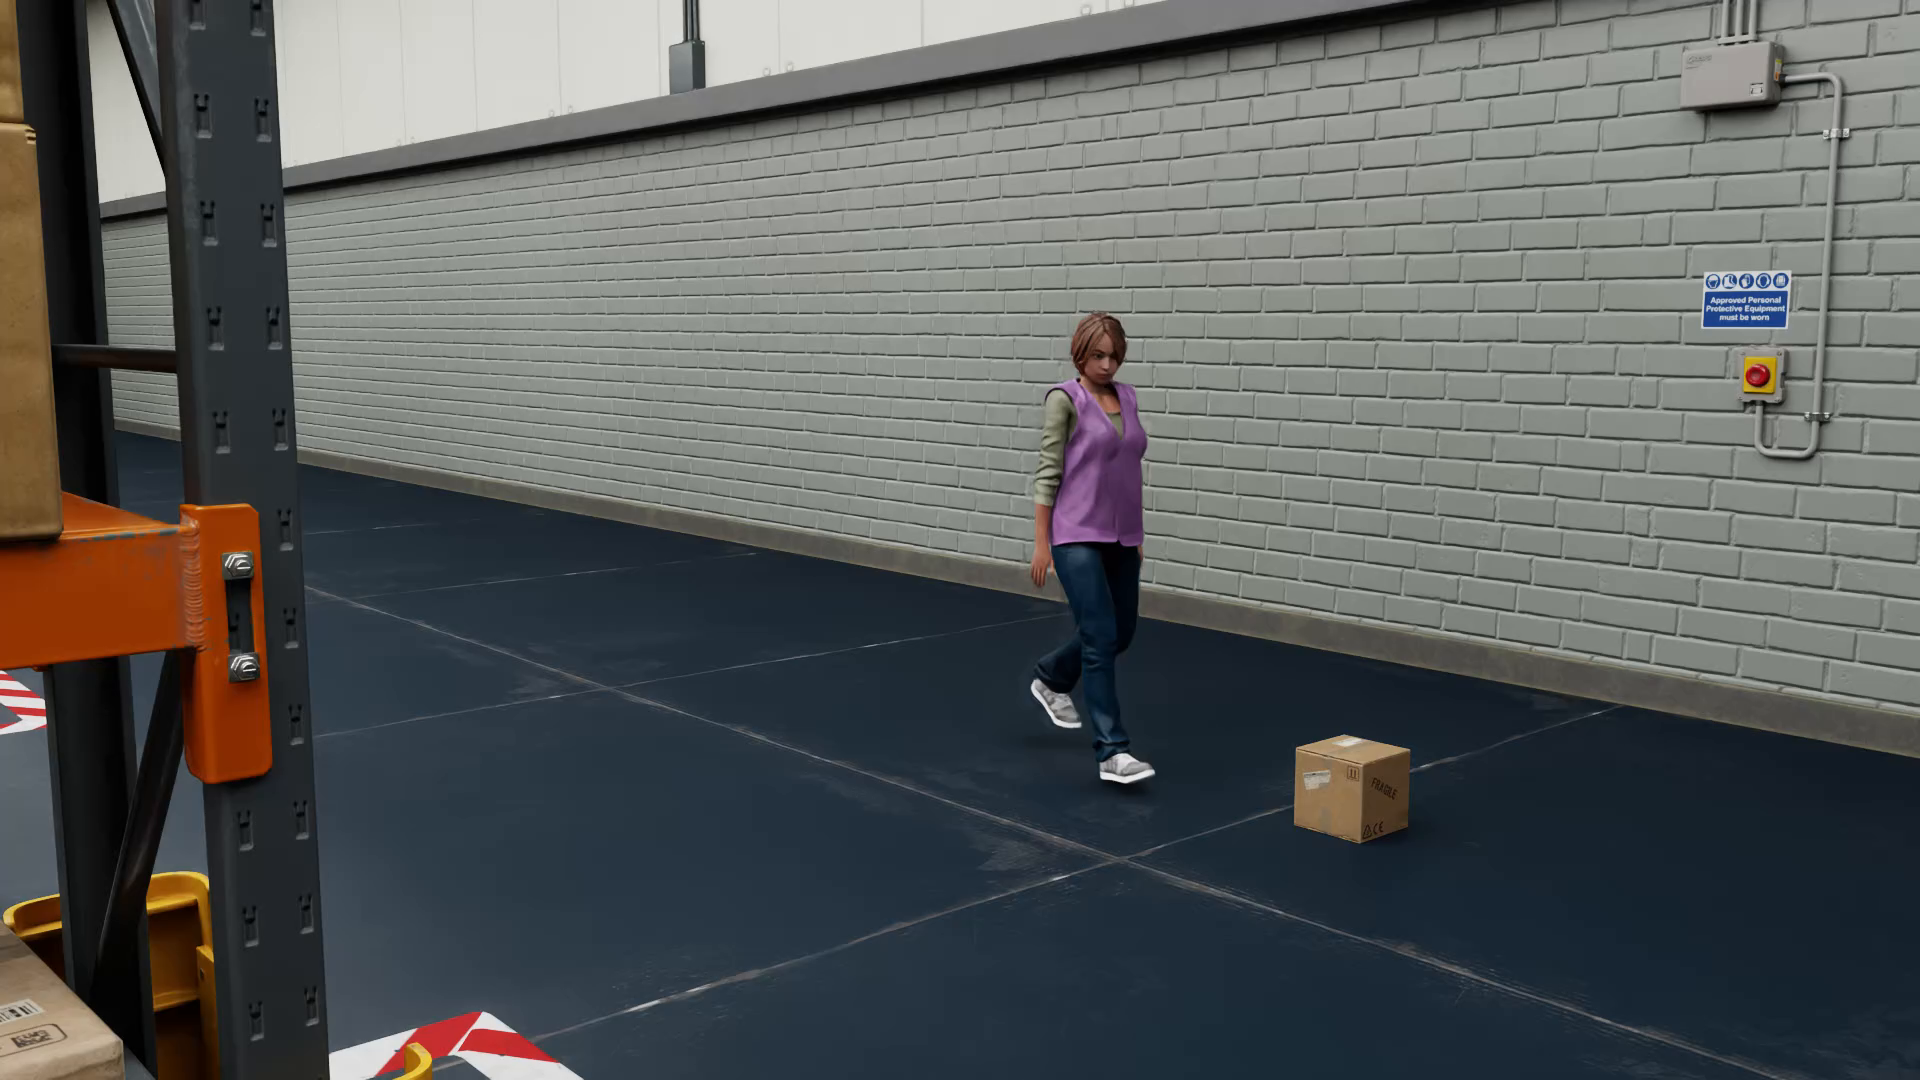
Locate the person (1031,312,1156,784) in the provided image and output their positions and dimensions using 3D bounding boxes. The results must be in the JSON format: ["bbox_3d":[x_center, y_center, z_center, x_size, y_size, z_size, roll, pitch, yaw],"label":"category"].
[{"bbox_3d":[0.451,0.015,5.742,0.453,1.557,0.824,-6,10,-37],"label":"person"}]
